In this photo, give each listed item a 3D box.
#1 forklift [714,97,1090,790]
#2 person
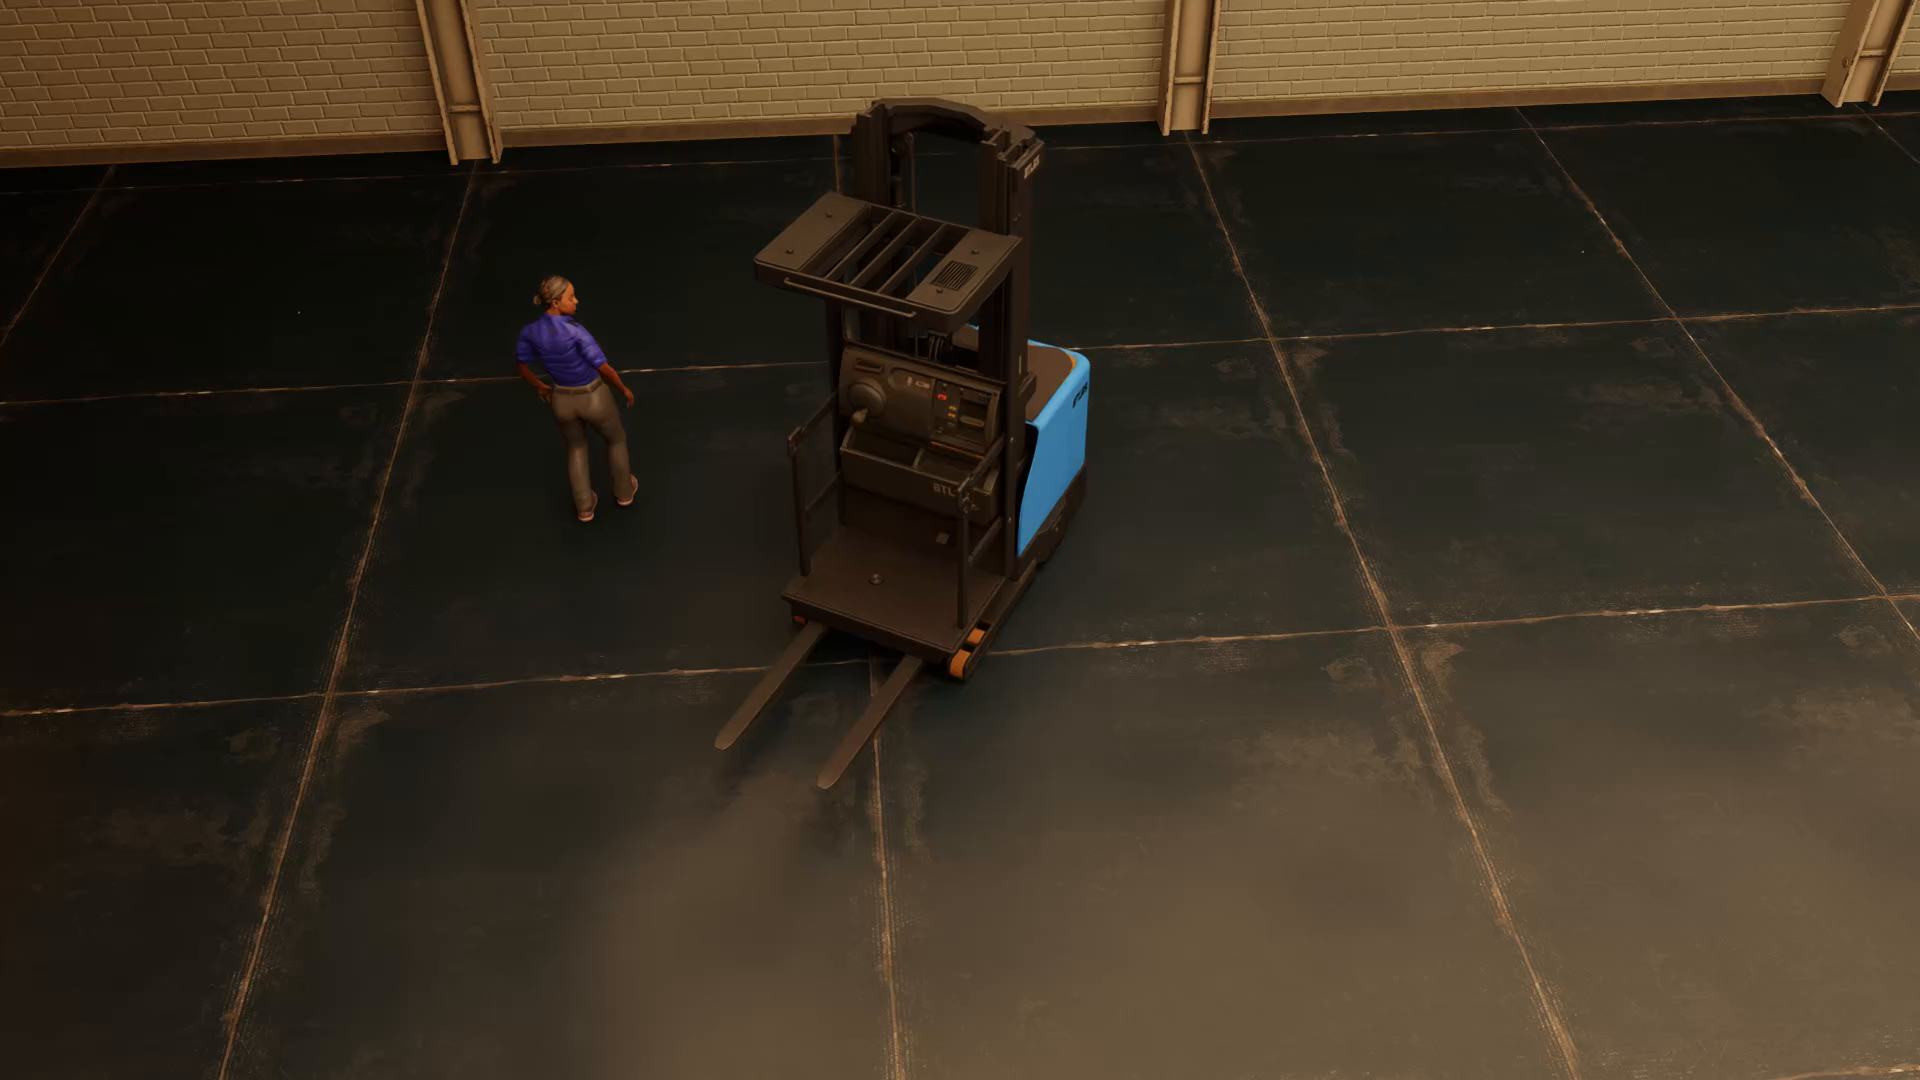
[{"bbox_3d":[-0.314,-0.665,8.715,1.130,2.935,3.031,18,44,19],"label":"forklift"},{"bbox_3d":[-2.271,-0.870,9.955,0.663,1.637,0.471,5,41,6],"label":"person"}]
